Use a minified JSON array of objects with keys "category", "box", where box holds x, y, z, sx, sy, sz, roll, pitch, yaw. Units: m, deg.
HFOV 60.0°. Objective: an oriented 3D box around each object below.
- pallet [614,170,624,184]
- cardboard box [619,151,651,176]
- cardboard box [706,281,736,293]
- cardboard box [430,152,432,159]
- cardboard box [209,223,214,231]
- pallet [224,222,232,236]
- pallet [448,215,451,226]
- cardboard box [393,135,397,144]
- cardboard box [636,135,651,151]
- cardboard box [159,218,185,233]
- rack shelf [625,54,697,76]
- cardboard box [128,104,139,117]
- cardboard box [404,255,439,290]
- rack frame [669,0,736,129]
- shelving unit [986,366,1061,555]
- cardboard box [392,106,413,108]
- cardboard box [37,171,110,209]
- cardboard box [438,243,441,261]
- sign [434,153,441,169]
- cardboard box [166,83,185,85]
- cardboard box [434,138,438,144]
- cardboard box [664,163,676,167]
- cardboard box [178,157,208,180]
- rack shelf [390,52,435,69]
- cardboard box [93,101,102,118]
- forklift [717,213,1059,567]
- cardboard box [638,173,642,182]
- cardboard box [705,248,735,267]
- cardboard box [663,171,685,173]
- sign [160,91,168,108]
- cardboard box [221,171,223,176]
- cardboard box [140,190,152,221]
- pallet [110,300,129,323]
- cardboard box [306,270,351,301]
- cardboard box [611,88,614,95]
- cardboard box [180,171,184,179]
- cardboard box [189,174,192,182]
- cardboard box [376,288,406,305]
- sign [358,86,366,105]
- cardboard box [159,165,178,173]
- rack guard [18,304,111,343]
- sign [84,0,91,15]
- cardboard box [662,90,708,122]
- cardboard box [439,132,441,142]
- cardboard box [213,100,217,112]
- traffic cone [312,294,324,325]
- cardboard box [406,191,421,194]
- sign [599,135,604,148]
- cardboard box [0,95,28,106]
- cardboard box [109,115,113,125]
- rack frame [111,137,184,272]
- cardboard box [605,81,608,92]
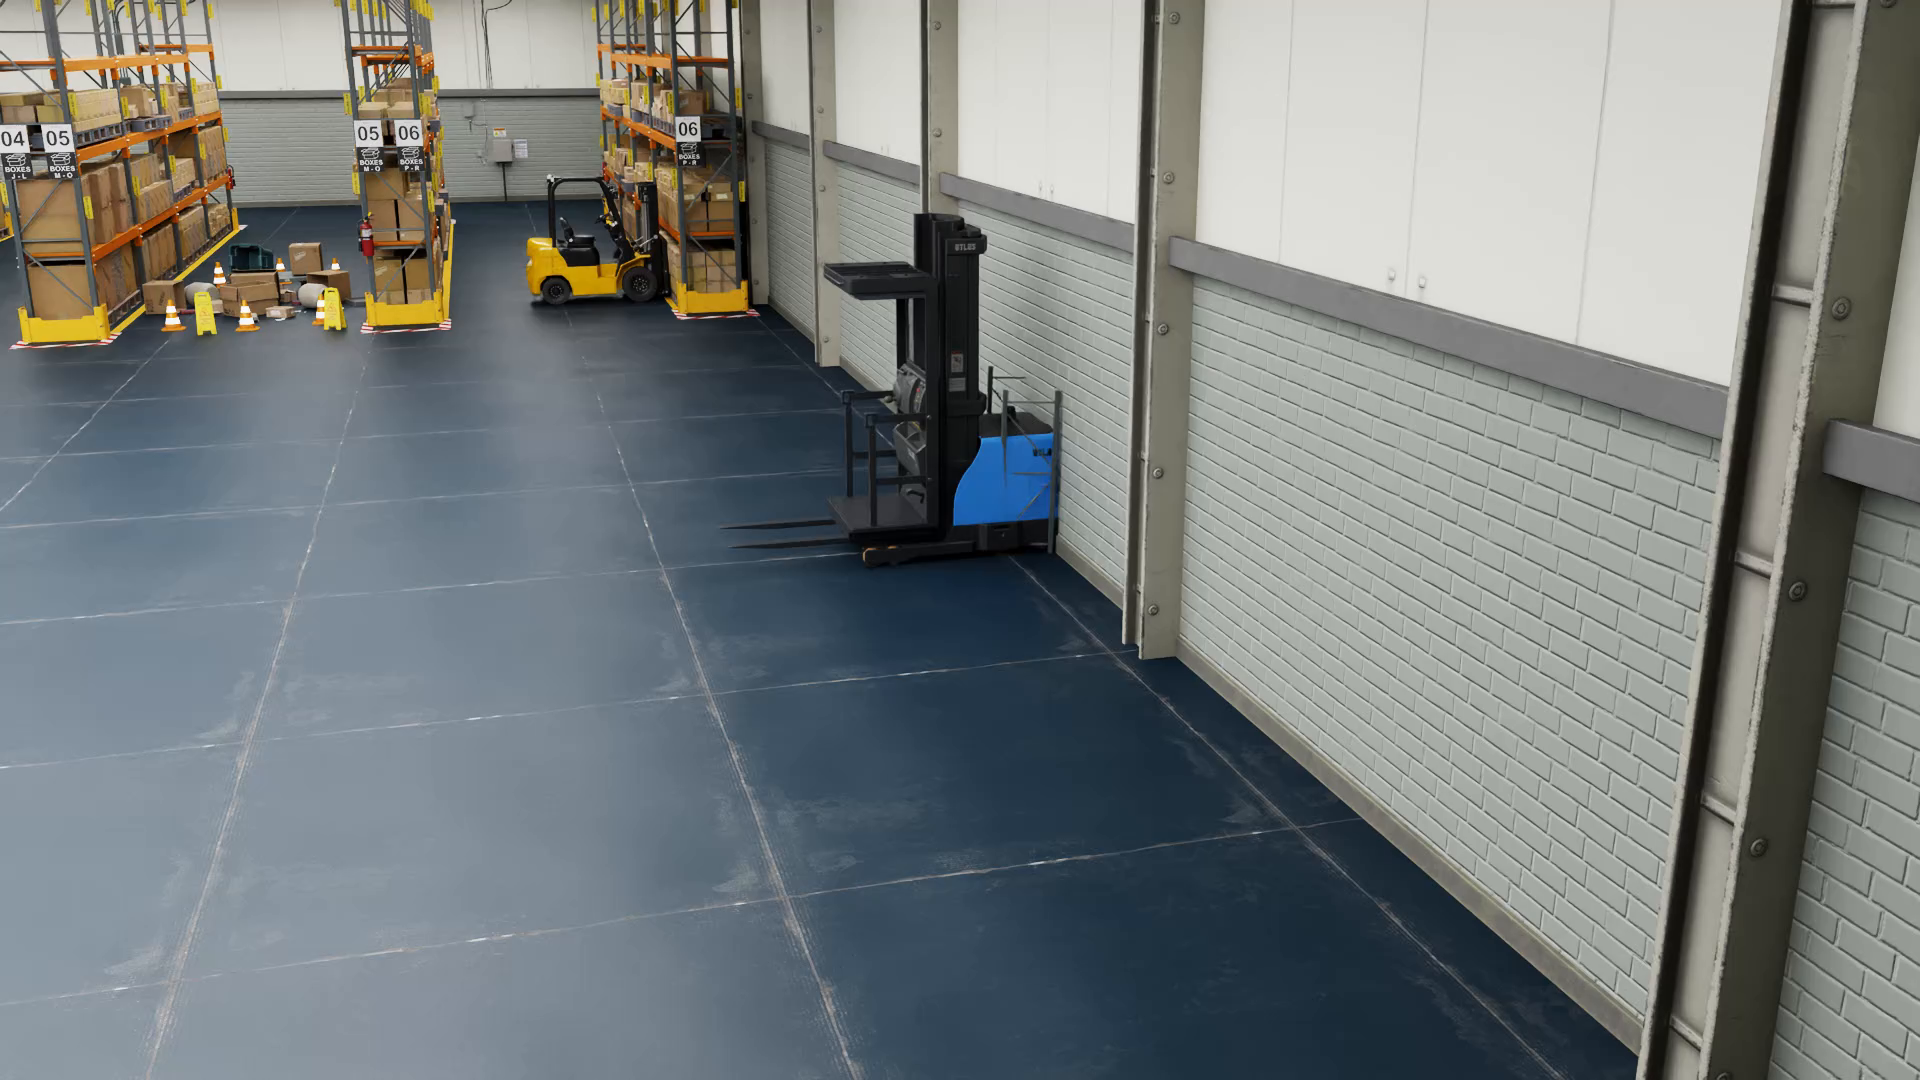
[{"category":"pallet","box":[-7.370,-8.331,38.104,1.003,0.211,1.213,-5,17,-15]},{"category":"cardboard box","box":[-7.209,-8.390,37.062,0.700,0.500,0.500,-5,17,-16]},{"category":"cardboard box","box":[-4.134,-4.369,28.629,0.500,0.250,0.500,-5,17,-15]},{"category":"cardboard box","box":[-10.436,-7.424,32.204,0.380,0.149,0.250,-6,18,-18]},{"category":"cardboard box","box":[-16.780,-6.943,36.860,0.380,0.149,0.250,-4,17,-13]},{"category":"pallet","box":[-17.877,-7.362,39.392,1.003,0.211,1.213,-5,17,-15]},{"category":"pallet","box":[-13.061,-7.815,40.900,1.003,0.211,1.213,-5,17,-15]},{"category":"cardboard box","box":[-8.896,-6.439,26.694,0.380,0.149,0.250,-5,18,-17]},{"category":"cardboard box","box":[-7.638,-9.515,40.153,0.500,0.500,0.500,-5,17,-17]},{"category":"cardboard box","box":[-15.845,-6.306,33.342,0.500,0.250,0.500,-6,18,-18]},{"category":"rack shelf","box":[-5.836,-9.330,32.614,1.077,0.370,4.000,-5,17,-15]},{"category":"cardboard box","box":[-15.100,-7.782,30.060,0.396,0.266,0.258,-5,17,-15]},{"category":"cardboard box","box":[-8.921,-4.435,27.545,0.500,0.500,0.500,-5,18,-17]},{"category":"rack frame","box":[-4.187,-8.206,26.927,1.000,3.000,0.127,-5,17,-15]},{"category":"shelving unit","box":[0.543,-0.732,15.103,0.538,1.500,1.048,0,18,-7]},{"category":"cardboard box","box":[-9.112,-7.031,27.279,0.380,0.149,0.250,-5,17,-16]},{"category":"cardboard box","box":[-14.018,-5.526,26.293,0.875,0.550,0.550,-5,17,-15]},{"category":"cardboard box","box":[-10.598,-5.524,32.265,0.950,0.372,0.625,-4,17,-13]},{"category":"sign","box":[-10.638,-7.715,33.844,0.100,0.325,0.005,-5,17,-15]},{"category":"cardboard box","box":[-17.922,-10.351,37.979,0.380,0.149,0.250,-4,17,-14]},{"category":"cardboard box","box":[-11.892,-8.682,37.027,0.500,0.500,0.500,-4,17,-13]},{"category":"cardboard box","box":[-5.910,-7.691,34.337,0.380,0.149,0.250,-5,17,-15]},{"category":"cardboard box","box":[-16.882,-8.187,36.600,0.500,0.500,0.500,-5,17,-16]},{"category":"rack shelf","box":[-12.806,-11.149,38.670,1.077,0.370,4.000,-5,17,-15]},{"category":"cardboard box","box":[-13.993,-6.849,26.463,0.500,0.250,0.500,-5,17,-16]},{"category":"forklift","box":[-0.627,-1.338,14.611,3.031,2.935,1.130,-5,17,-15]},{"category":"cardboard box","box":[-6.236,-7.287,33.686,0.500,0.250,0.500,-5,17,-17]},{"category":"cardboard box","box":[-4.137,-4.844,28.474,0.500,0.250,0.500,-5,17,-16]},{"category":"cardboard box","box":[-5.247,-6.694,30.502,0.380,0.149,0.250,-5,17,-16]},{"category":"sign","box":[-15.353,-8.497,32.073,0.100,0.325,0.005,-5,17,-15]},{"category":"cardboard box","box":[-17.694,-8.686,39.390,0.380,0.149,0.250,-5,17,-15]},{"category":"cardboard box","box":[-14.815,-5.981,29.774,0.500,0.500,0.500,-5,17,-15]},{"category":"pallet","box":[-14.317,-3.737,27.323,1.003,0.211,1.213,-5,17,-15]},{"category":"cardboard box","box":[-11.072,-4.446,29.178,0.500,0.500,0.500,7,18,23]},{"category":"cardboard box","box":[-7.654,-10.101,37.466,0.380,0.149,0.250,-5,17,-16]},{"category":"cardboard box","box":[-16.262,-7.537,34.315,0.380,0.149,0.250,-4,17,-13]},{"category":"cardboard box","box":[-16.550,-7.685,35.328,0.380,0.149,0.250,-5,17,-15]},{"category":"cardboard box","box":[-9.446,-4.033,27.511,0.500,0.250,0.500,-5,17,-16]},{"category":"sign","box":[-10.590,-7.874,29.452,0.100,0.325,0.005,-5,17,-15]},{"category":"cardboard box","box":[-16.117,-7.532,33.785,0.380,0.149,0.250,-4,17,-13]},{"category":"rack guard","box":[-13.684,-3.317,25.422,1.175,0.500,0.348,-5,17,-15]},{"category":"sign","box":[-16.408,-10.046,31.291,0.100,0.325,0.005,-5,17,-15]},{"category":"cardboard box","box":[-4.728,-7.461,28.583,0.700,0.500,0.500,-5,17,-15]},{"category":"cardboard box","box":[-12.822,-9.635,40.201,0.500,0.500,0.500,-5,17,-15]},{"category":"cardboard box","box":[-17.561,-10.065,38.591,0.500,0.250,0.500,-5,17,-15]},{"category":"traffic cone","box":[-10.317,-3.742,26.902,0.336,0.463,0.334,-5,17,-15]},{"category":"cardboard box","box":[-9.109,-5.567,27.878,0.500,0.500,0.500,-5,17,-16]},{"category":"sign","box":[-9.106,-10.131,42.257,0.100,0.325,0.005,-5,17,-15]},{"category":"cardboard box","box":[-14.109,-6.534,24.721,0.380,0.149,0.250,-5,17,-15]},{"category":"cardboard box","box":[-14.170,-6.905,27.342,0.380,0.149,0.250,-5,17,-15]},{"category":"rack frame","box":[-15.889,-6.733,32.452,1.000,3.000,0.127,-5,17,-15]},{"category":"cardboard box","box":[-8.281,-10.943,40.126,0.500,0.250,0.500,-4,17,-14]}]
